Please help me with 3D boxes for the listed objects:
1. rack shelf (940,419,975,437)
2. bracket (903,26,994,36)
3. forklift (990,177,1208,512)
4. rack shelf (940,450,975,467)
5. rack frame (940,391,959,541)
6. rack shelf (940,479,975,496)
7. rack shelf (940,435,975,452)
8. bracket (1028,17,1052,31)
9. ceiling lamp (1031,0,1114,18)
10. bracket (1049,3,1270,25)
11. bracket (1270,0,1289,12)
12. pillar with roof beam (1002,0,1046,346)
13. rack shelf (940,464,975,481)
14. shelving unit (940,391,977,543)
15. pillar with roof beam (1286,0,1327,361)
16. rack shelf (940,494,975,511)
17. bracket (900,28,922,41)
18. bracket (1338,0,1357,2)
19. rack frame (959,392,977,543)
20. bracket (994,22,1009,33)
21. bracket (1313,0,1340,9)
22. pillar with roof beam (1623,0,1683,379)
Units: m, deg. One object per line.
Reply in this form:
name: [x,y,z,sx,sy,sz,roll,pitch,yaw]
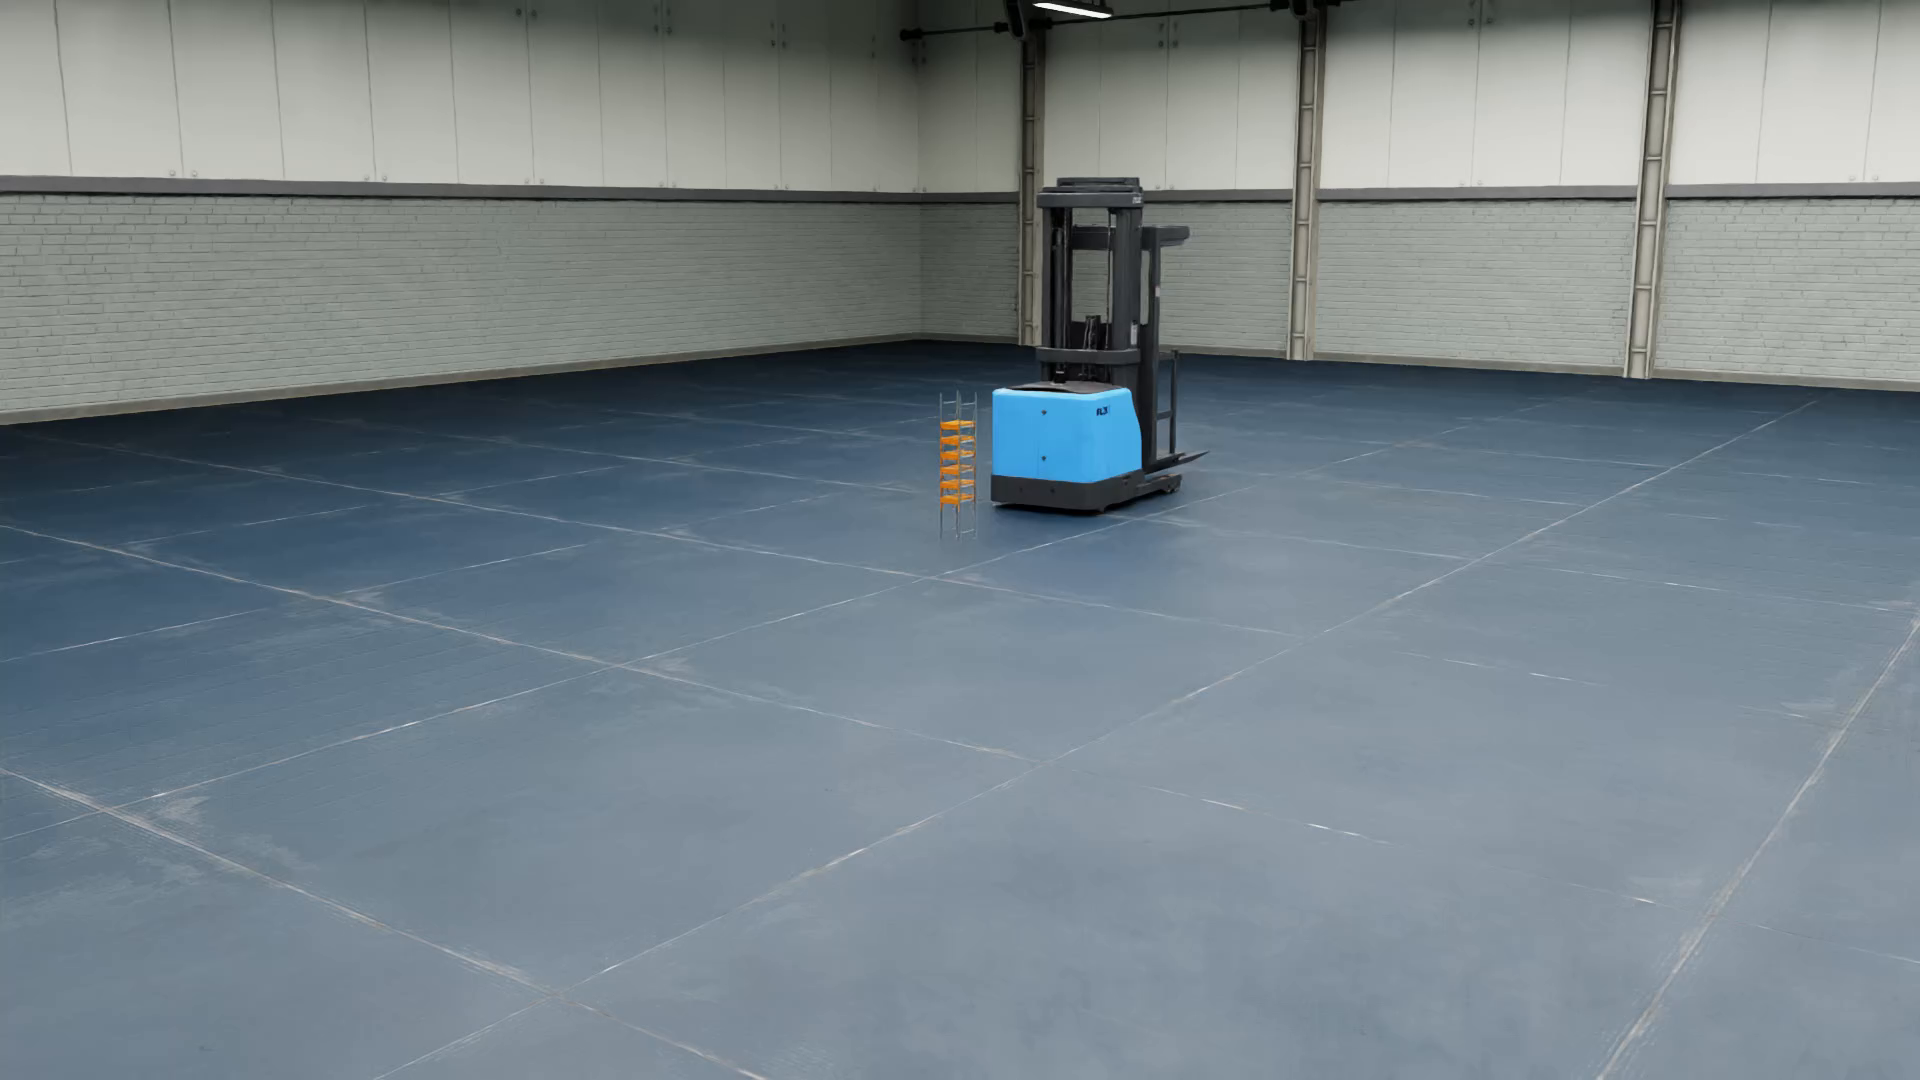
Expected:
rack shelf: [-0.012,-0.901,13.364,0.180,0.103,0.258,8,13,36]
bracket: [-0.528,-10.387,34.050,3.189,0.066,0.076,8,13,36]
forklift: [1.471,-1.917,15.721,1.130,2.935,3.031,7,13,31]
rack shelf: [-0.012,-0.665,13.410,0.180,0.103,0.258,8,13,36]
rack frame: [-0.085,-0.601,13.477,0.006,1.200,0.240,8,13,36]
rack shelf: [-0.012,-0.429,13.455,0.180,0.103,0.258,8,13,36]
rack shelf: [-0.012,-0.783,13.387,0.180,0.103,0.258,8,13,36]
bracket: [1.575,-10.093,32.533,0.430,0.232,0.235,8,13,36]
ceiling lamp: [1.629,-10.099,26.672,0.800,3.185,2.000,8,13,36]
bracket: [3.652,-9.804,31.036,4.783,0.066,0.076,8,13,36]
bracket: [5.742,-9.512,29.529,0.430,0.232,0.235,8,13,36]
pillar with roof beam: [-1.097,-7.768,29.991,0.548,9.000,9.100,8,13,36]
rack shelf: [-0.012,-0.547,13.433,0.180,0.103,0.258,8,13,36]
shelving unit: [-0.012,-0.591,13.424,0.189,1.200,0.258,8,13,36]
pillar with roof beam: [3.739,-7.093,26.504,0.548,9.000,9.100,8,13,36]
rack shelf: [-0.012,-0.311,13.478,0.180,0.103,0.258,8,13,36]
bracket: [-1.004,-10.453,34.393,0.430,0.232,0.235,8,13,36]
bracket: [8.488,-9.129,27.549,4.783,0.066,0.076,8,13,36]
rack frame: [0.062,-0.580,13.371,0.006,1.200,0.240,8,13,36]
bracket: [0.906,-10.187,33.016,0.430,0.232,0.235,8,13,36]
bracket: [6.412,-9.419,29.047,0.430,0.232,0.235,8,13,36]
pillar with roof beam: [8.575,-6.419,23.017,0.400,9.000,9.100,8,13,36]
